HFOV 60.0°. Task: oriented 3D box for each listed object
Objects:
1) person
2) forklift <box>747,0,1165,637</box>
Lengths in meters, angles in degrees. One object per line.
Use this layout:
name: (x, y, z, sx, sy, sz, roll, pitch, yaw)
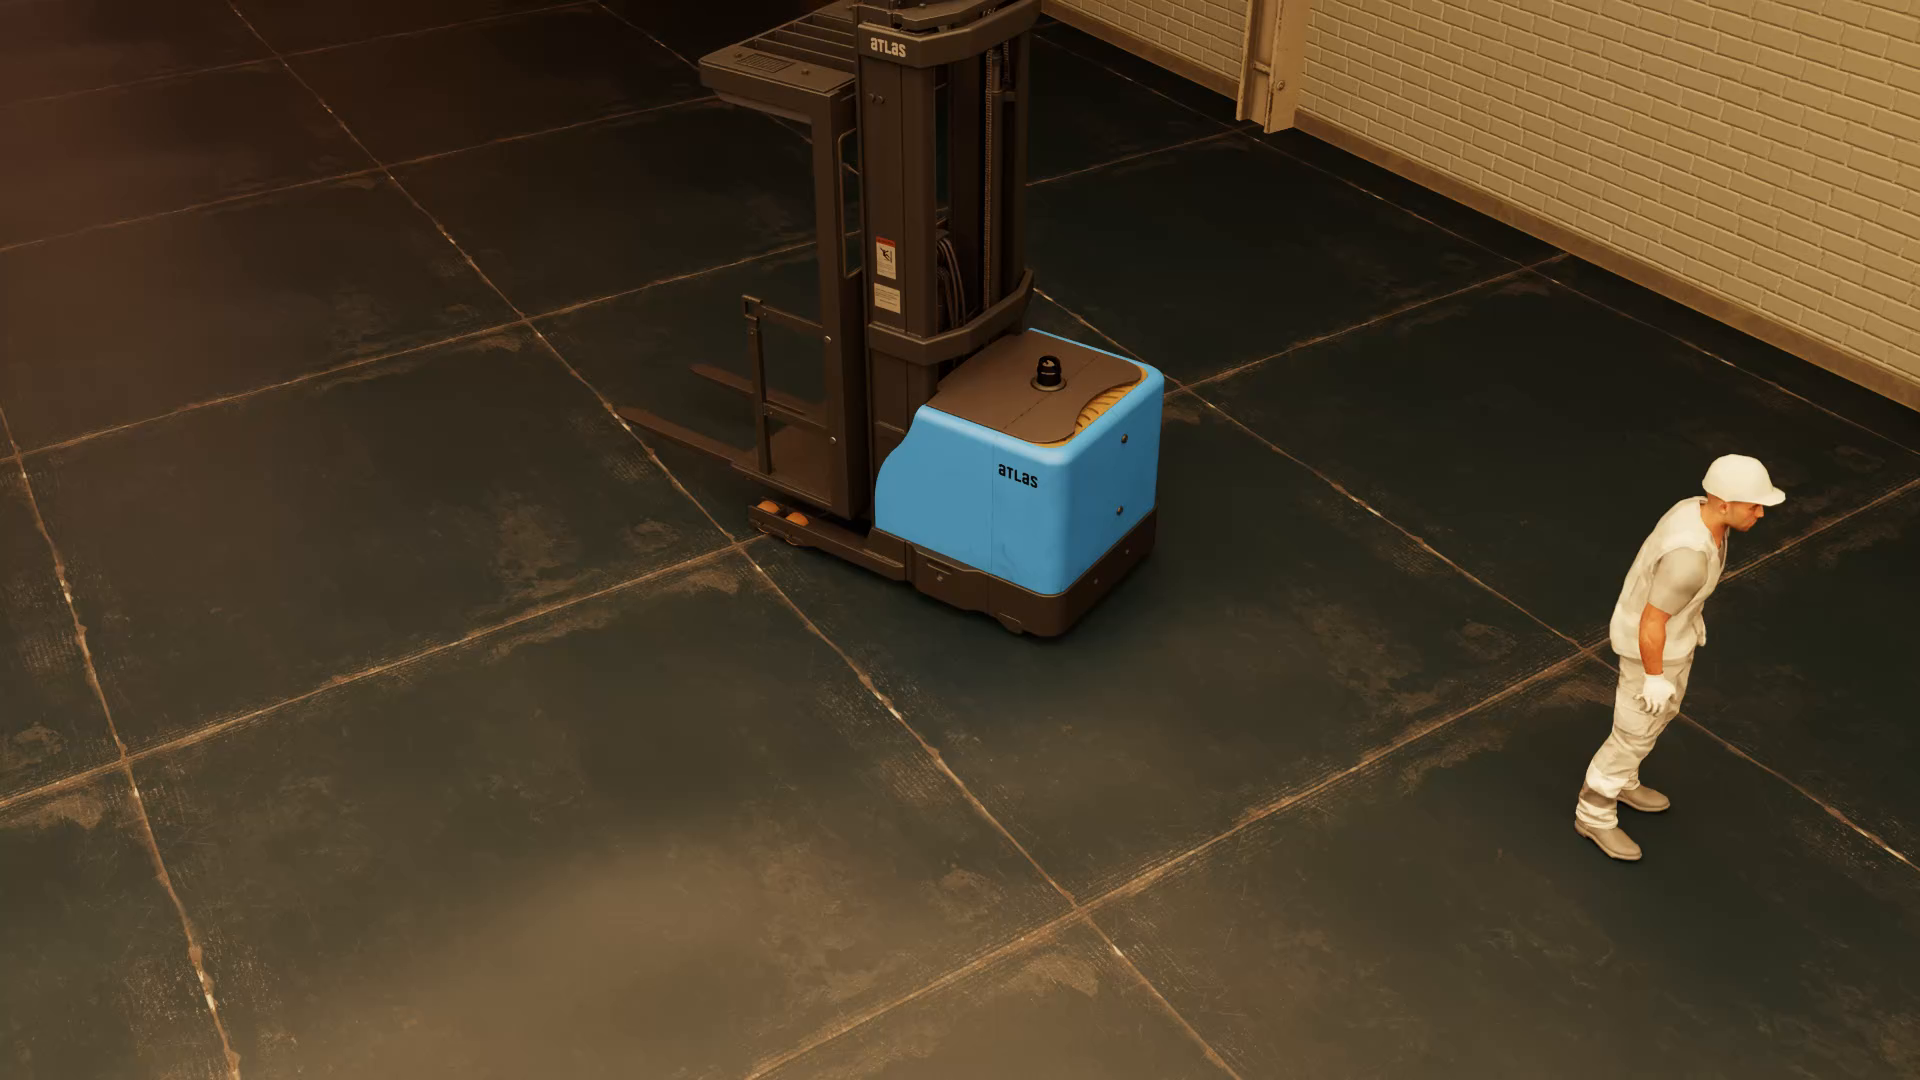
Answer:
person: (2.788, 0.402, 6.529, 0.445, 1.723, 0.623, 22, 41, 28)
forklift: (-0.500, -1.399, 8.138, 3.031, 2.935, 1.130, 22, 41, 28)
